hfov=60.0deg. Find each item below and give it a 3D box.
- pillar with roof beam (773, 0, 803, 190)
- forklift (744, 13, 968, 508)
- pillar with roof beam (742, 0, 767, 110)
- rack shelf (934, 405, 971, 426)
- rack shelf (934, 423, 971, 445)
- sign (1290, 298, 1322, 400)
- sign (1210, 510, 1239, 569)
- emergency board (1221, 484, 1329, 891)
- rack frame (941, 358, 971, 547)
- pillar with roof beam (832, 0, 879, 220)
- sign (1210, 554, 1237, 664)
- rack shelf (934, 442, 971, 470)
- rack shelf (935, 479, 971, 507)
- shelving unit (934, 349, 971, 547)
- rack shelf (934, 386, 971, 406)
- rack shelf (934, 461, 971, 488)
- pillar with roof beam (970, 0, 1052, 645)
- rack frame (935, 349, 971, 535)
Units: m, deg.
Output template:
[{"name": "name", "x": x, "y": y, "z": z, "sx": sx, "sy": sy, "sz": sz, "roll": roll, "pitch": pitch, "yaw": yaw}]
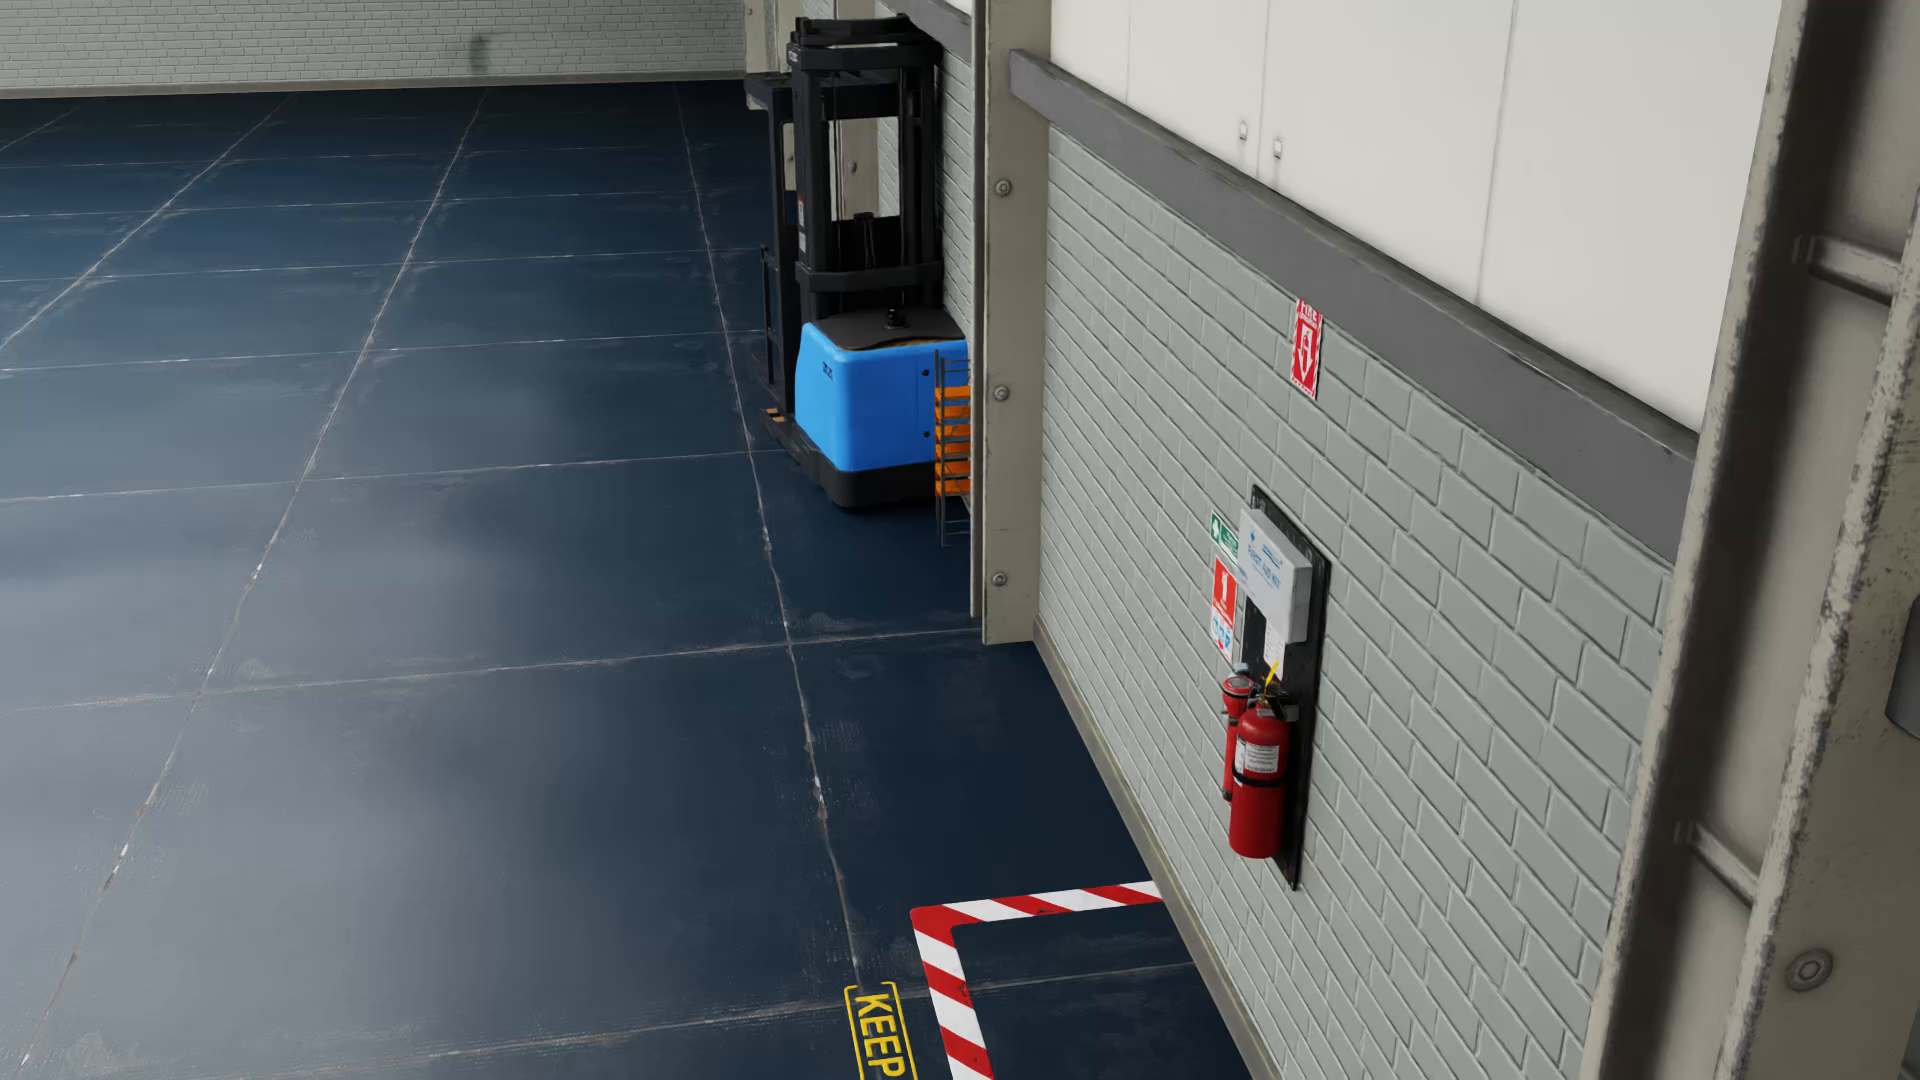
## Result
[{"name": "pillar with roof beam", "x": -6.205, "y": -8.051, "z": 17.440, "sx": 9.100, "sy": 9.000, "sz": 0.400, "roll": -4, "pitch": 24, "yaw": -10}, {"name": "forklift", "x": -0.802, "y": -2.110, "z": 11.420, "sx": 1.130, "sy": 2.935, "sz": 3.031, "roll": -9, "pitch": 25, "yaw": -19}, {"name": "pillar with roof beam", "x": -7.315, "y": -10.411, "z": 22.843, "sx": 9.100, "sy": 9.000, "sz": 0.400, "roll": -4, "pitch": 24, "yaw": -10}, {"name": "rack shelf", "x": -0.011, "y": -0.733, "z": 9.941, "sx": 0.258, "sy": 0.103, "sz": 0.180, "roll": -5, "pitch": 24, "yaw": -11}, {"name": "rack shelf", "x": -0.011, "y": -0.623, "z": 9.989, "sx": 0.258, "sy": 0.103, "sz": 0.180, "roll": -5, "pitch": 24, "yaw": -11}, {"name": "sign", "x": 1.031, "y": -0.588, "z": 4.951, "sx": 0.001, "sy": 0.298, "sz": 0.199, "roll": -4, "pitch": 24, "yaw": -10}, {"name": "sign", "x": 0.926, "y": 0.003, "z": 5.788, "sx": 0.001, "sy": 0.109, "sz": 0.331, "roll": -4, "pitch": 24, "yaw": -10}, {"name": "emergency board", "x": 0.935, "y": 0.485, "z": 5.391, "sx": 0.194, "sy": 1.169, "sz": 0.643, "roll": -4, "pitch": 24, "yaw": -10}, {"name": "rack frame", "x": 0.007, "y": -0.518, "z": 9.937, "sx": 0.240, "sy": 1.200, "sz": 0.006, "roll": -5, "pitch": 24, "yaw": -11}, {"name": "pillar with roof beam", "x": -5.096, "y": -5.690, "z": 12.036, "sx": 9.100, "sy": 9.000, "sz": 0.400, "roll": -4, "pitch": 24, "yaw": -10}, {"name": "sign", "x": 0.934, "y": 0.244, "z": 5.899, "sx": 0.001, "sy": 0.329, "sz": 0.234, "roll": -4, "pitch": 24, "yaw": -10}, {"name": "rack shelf", "x": -0.011, "y": -0.513, "z": 10.037, "sx": 0.258, "sy": 0.103, "sz": 0.180, "roll": -5, "pitch": 24, "yaw": -11}, {"name": "rack shelf", "x": -0.011, "y": -0.293, "z": 10.133, "sx": 0.258, "sy": 0.103, "sz": 0.180, "roll": -5, "pitch": 24, "yaw": -11}, {"name": "shelving unit", "x": -0.011, "y": -0.554, "z": 10.019, "sx": 0.258, "sy": 1.200, "sz": 0.189, "roll": -5, "pitch": 24, "yaw": -11}, {"name": "rack shelf", "x": -0.011, "y": -0.843, "z": 9.893, "sx": 0.258, "sy": 0.103, "sz": 0.180, "roll": -5, "pitch": 24, "yaw": -11}, {"name": "rack shelf", "x": -0.011, "y": -0.403, "z": 10.085, "sx": 0.258, "sy": 0.103, "sz": 0.180, "roll": -5, "pitch": 24, "yaw": -11}, {"name": "pillar with roof beam", "x": -3.986, "y": -3.330, "z": 6.632, "sx": 9.100, "sy": 9.000, "sz": 0.400, "roll": -4, "pitch": 24, "yaw": -10}, {"name": "rack frame", "x": -0.030, "y": -0.590, "z": 10.102, "sx": 0.240, "sy": 1.200, "sz": 0.006, "roll": -5, "pitch": 24, "yaw": -11}]
